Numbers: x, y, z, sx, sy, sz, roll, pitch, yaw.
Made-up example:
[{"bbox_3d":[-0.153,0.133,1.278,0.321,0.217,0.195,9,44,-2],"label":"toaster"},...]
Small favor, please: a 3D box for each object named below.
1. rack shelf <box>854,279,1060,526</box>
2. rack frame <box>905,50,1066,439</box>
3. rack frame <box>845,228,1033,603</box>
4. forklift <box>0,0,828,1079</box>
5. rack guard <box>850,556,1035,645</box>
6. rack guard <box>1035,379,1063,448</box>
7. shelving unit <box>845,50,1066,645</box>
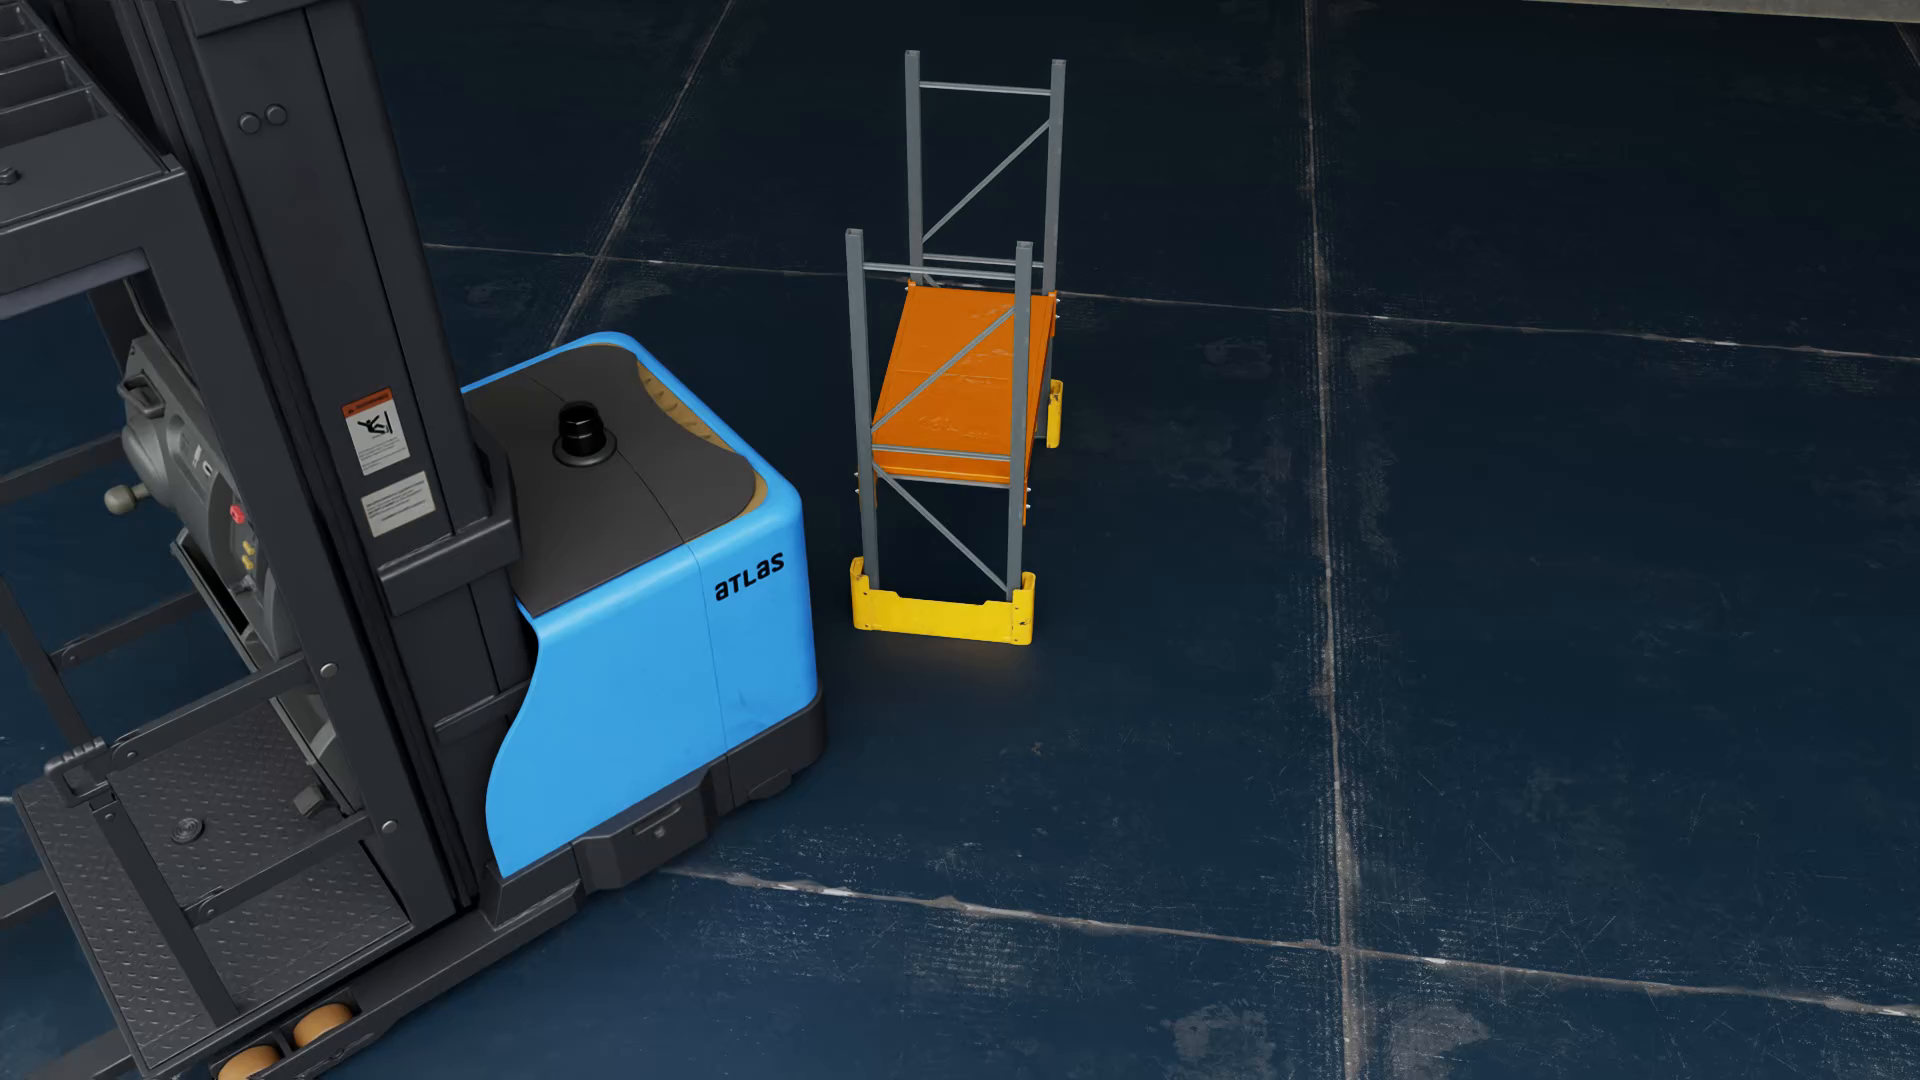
[{"bbox_3d":[0.011,-0.472,5.419,0.538,0.185,1.000,5,44,6],"label":"rack shelf"},{"bbox_3d":[0.078,-0.949,5.662,0.500,1.500,0.032,5,44,6],"label":"rack frame"},{"bbox_3d":[-0.056,-0.256,4.930,0.500,1.500,0.032,5,44,6],"label":"rack frame"},{"bbox_3d":[-1.869,-0.032,3.652,3.031,2.935,1.130,-28,50,-27],"label":"forklift"},{"bbox_3d":[-0.056,0.197,5.360,0.587,0.250,0.087,5,44,6],"label":"rack guard"},{"bbox_3d":[0.076,-0.482,6.077,0.587,0.250,0.087,5,44,6],"label":"rack guard"},{"bbox_3d":[0.010,-0.597,5.289,0.587,1.500,1.083,5,44,6],"label":"shelving unit"}]
